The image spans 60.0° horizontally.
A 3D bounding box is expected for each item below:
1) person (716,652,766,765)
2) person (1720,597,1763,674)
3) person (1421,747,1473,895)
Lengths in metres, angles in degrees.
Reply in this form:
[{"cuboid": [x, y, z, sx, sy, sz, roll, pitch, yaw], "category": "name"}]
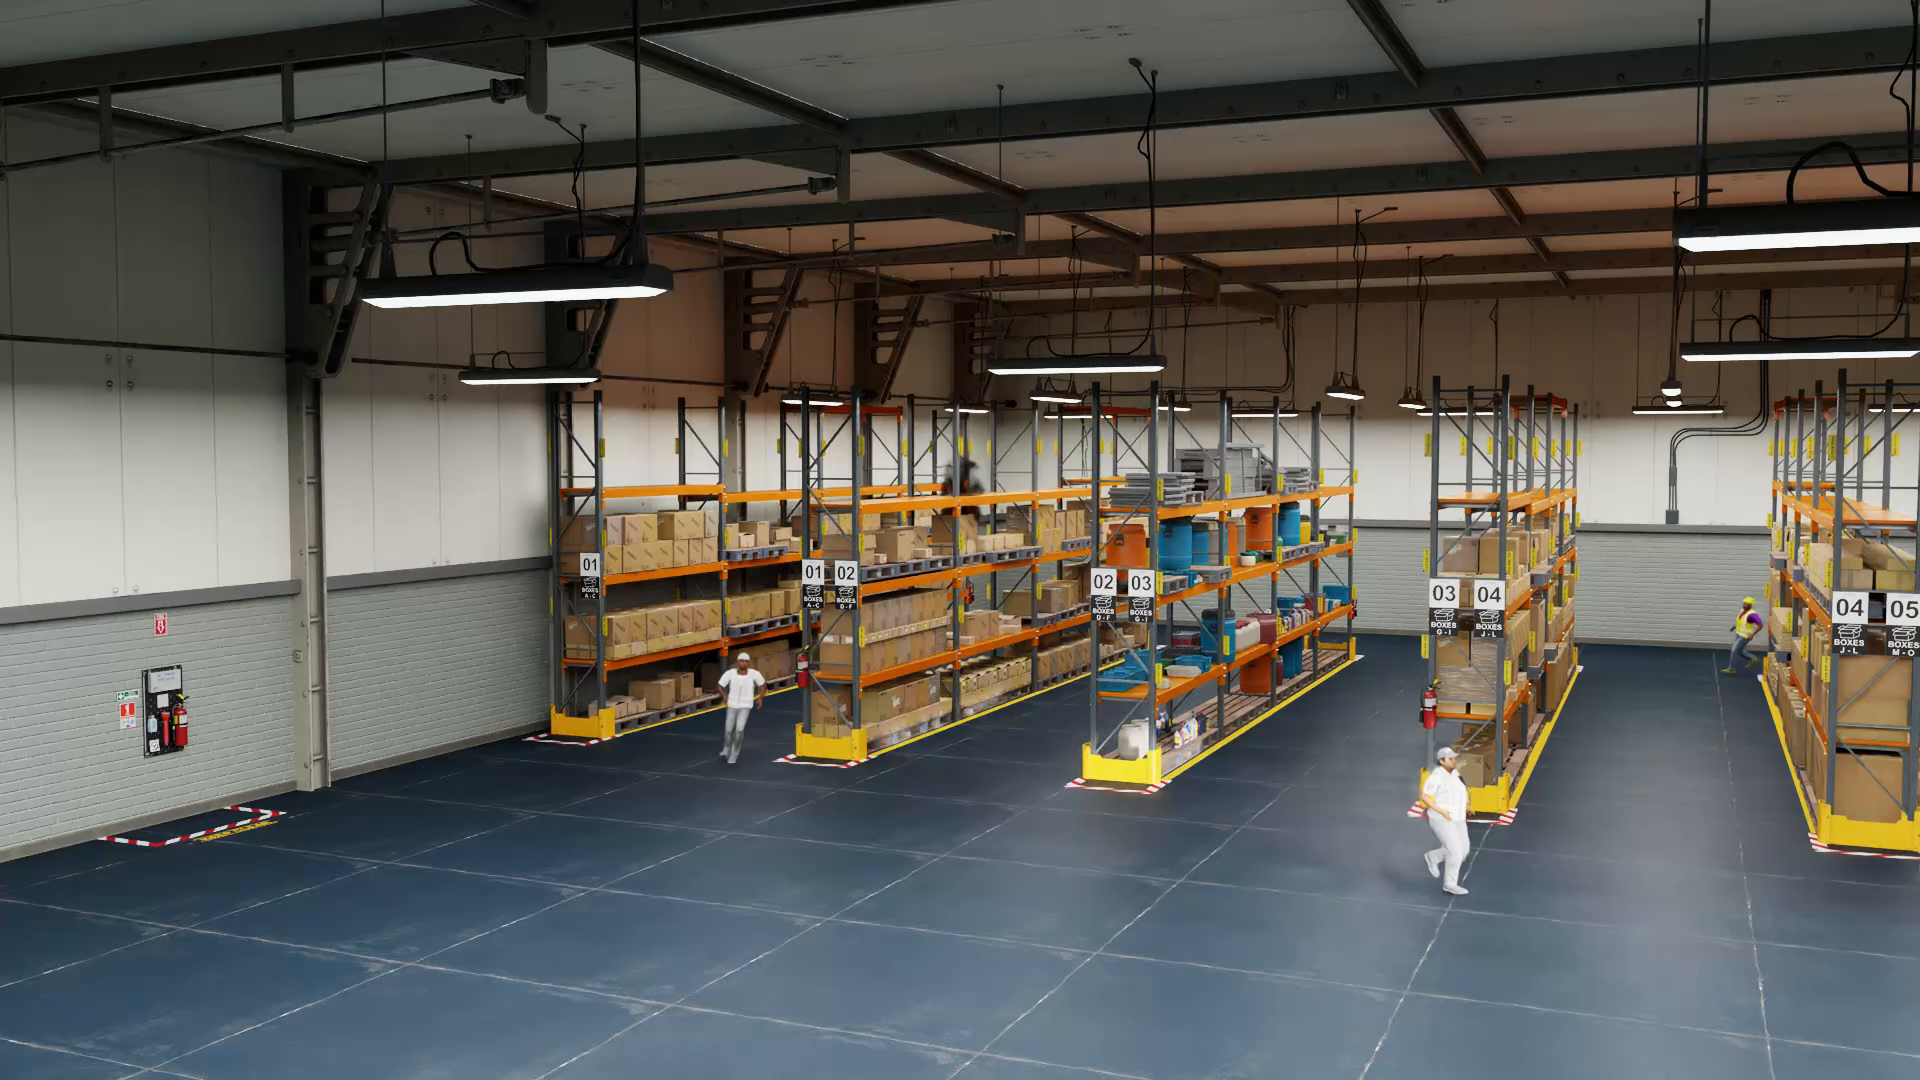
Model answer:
[{"cuboid": [-3.507, 2.678, 26.538, 0.763, 1.782, 0.682, 0, 3, 1], "category": "person"}, {"cuboid": [17.345, 2.113, 36.743, 0.859, 1.718, 0.763, 0, 3, -4], "category": "person"}, {"cuboid": [5.487, 3.151, 18.808, 0.611, 1.619, 0.645, -2, 4, -37], "category": "person"}]
